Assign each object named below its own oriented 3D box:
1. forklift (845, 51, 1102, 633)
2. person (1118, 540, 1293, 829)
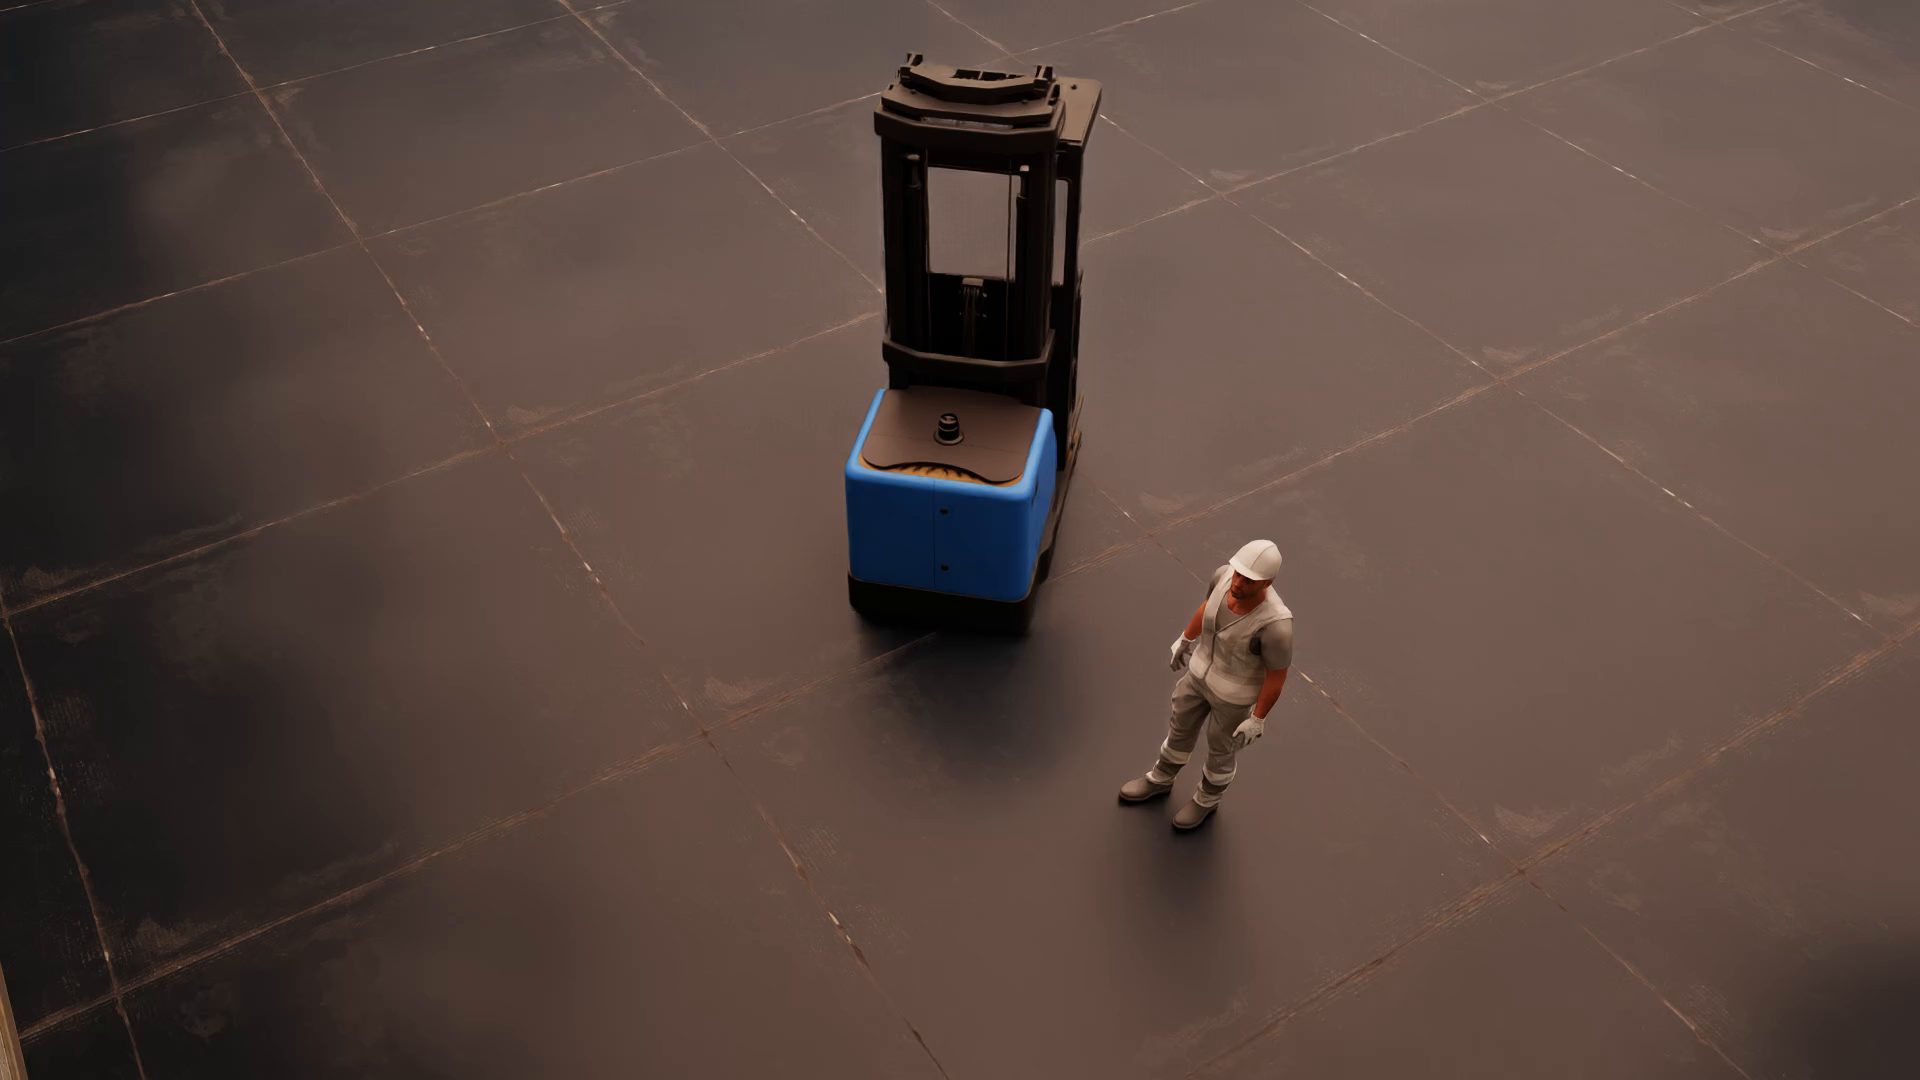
[{"bbox_3d":[0.169,-1.555,9.651,1.130,2.935,3.031,8,42,9],"label":"forklift"},{"bbox_3d":[1.192,0.708,7.917,0.566,1.786,0.637,-22,46,-23],"label":"person"}]
